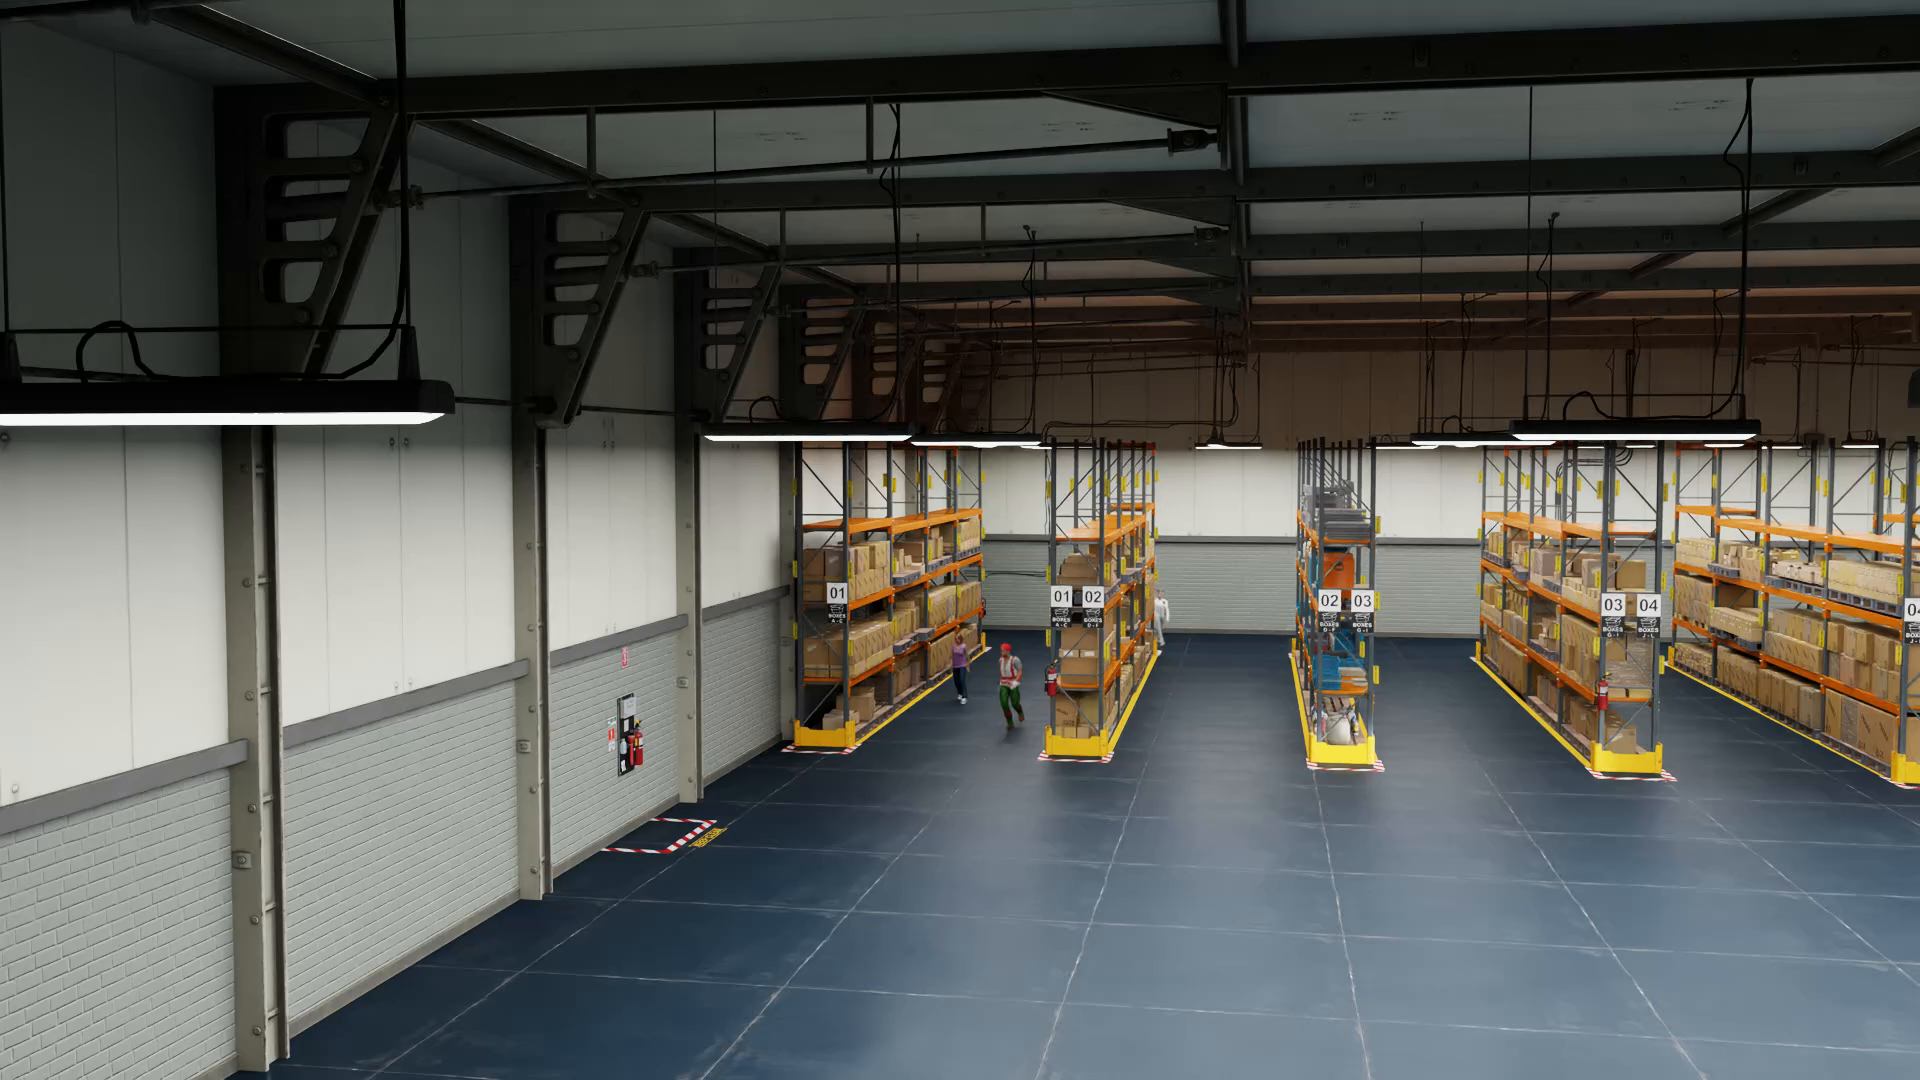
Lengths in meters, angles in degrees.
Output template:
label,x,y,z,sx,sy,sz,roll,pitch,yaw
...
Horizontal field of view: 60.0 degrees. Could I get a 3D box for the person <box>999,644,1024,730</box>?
label,x,y,z,sx,sy,sz,roll,pitch,yaw
person,1.060,3.020,34.553,0.582,1.754,0.689,2,3,28

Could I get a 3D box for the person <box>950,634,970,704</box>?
label,x,y,z,sx,sy,sz,roll,pitch,yaw
person,0.027,2.947,38.150,0.521,1.523,0.707,2,3,29

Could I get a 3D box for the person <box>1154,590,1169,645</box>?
label,x,y,z,sx,sy,sz,roll,pitch,yaw
person,5.947,2.273,49.308,0.455,1.610,1.073,-1,3,-19
